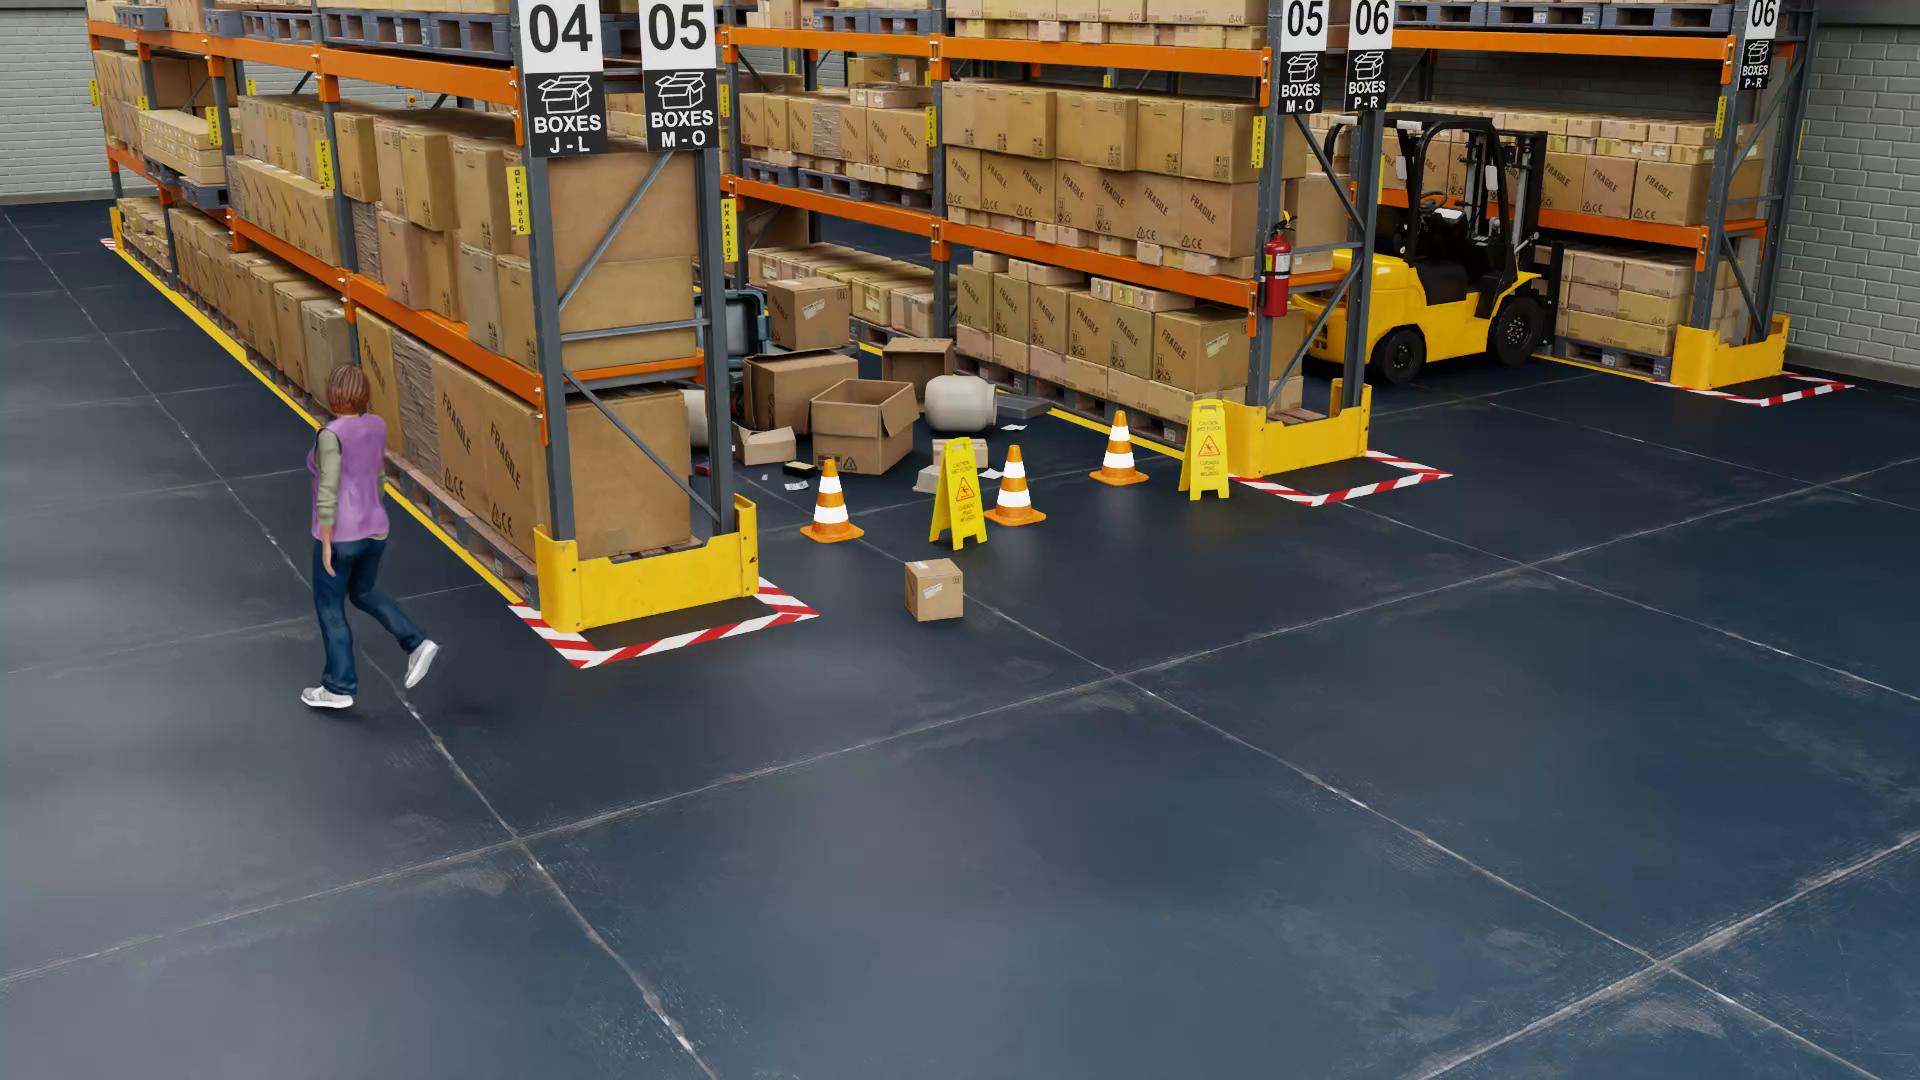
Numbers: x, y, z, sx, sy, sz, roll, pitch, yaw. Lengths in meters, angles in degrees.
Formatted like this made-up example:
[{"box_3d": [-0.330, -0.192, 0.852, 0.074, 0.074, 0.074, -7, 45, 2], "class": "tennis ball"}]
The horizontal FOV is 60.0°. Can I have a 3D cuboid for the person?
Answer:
[{"box_3d": [-2.733, -0.011, 7.582, 0.607, 1.574, 0.444, 6, 19, 19], "class": "person"}]
